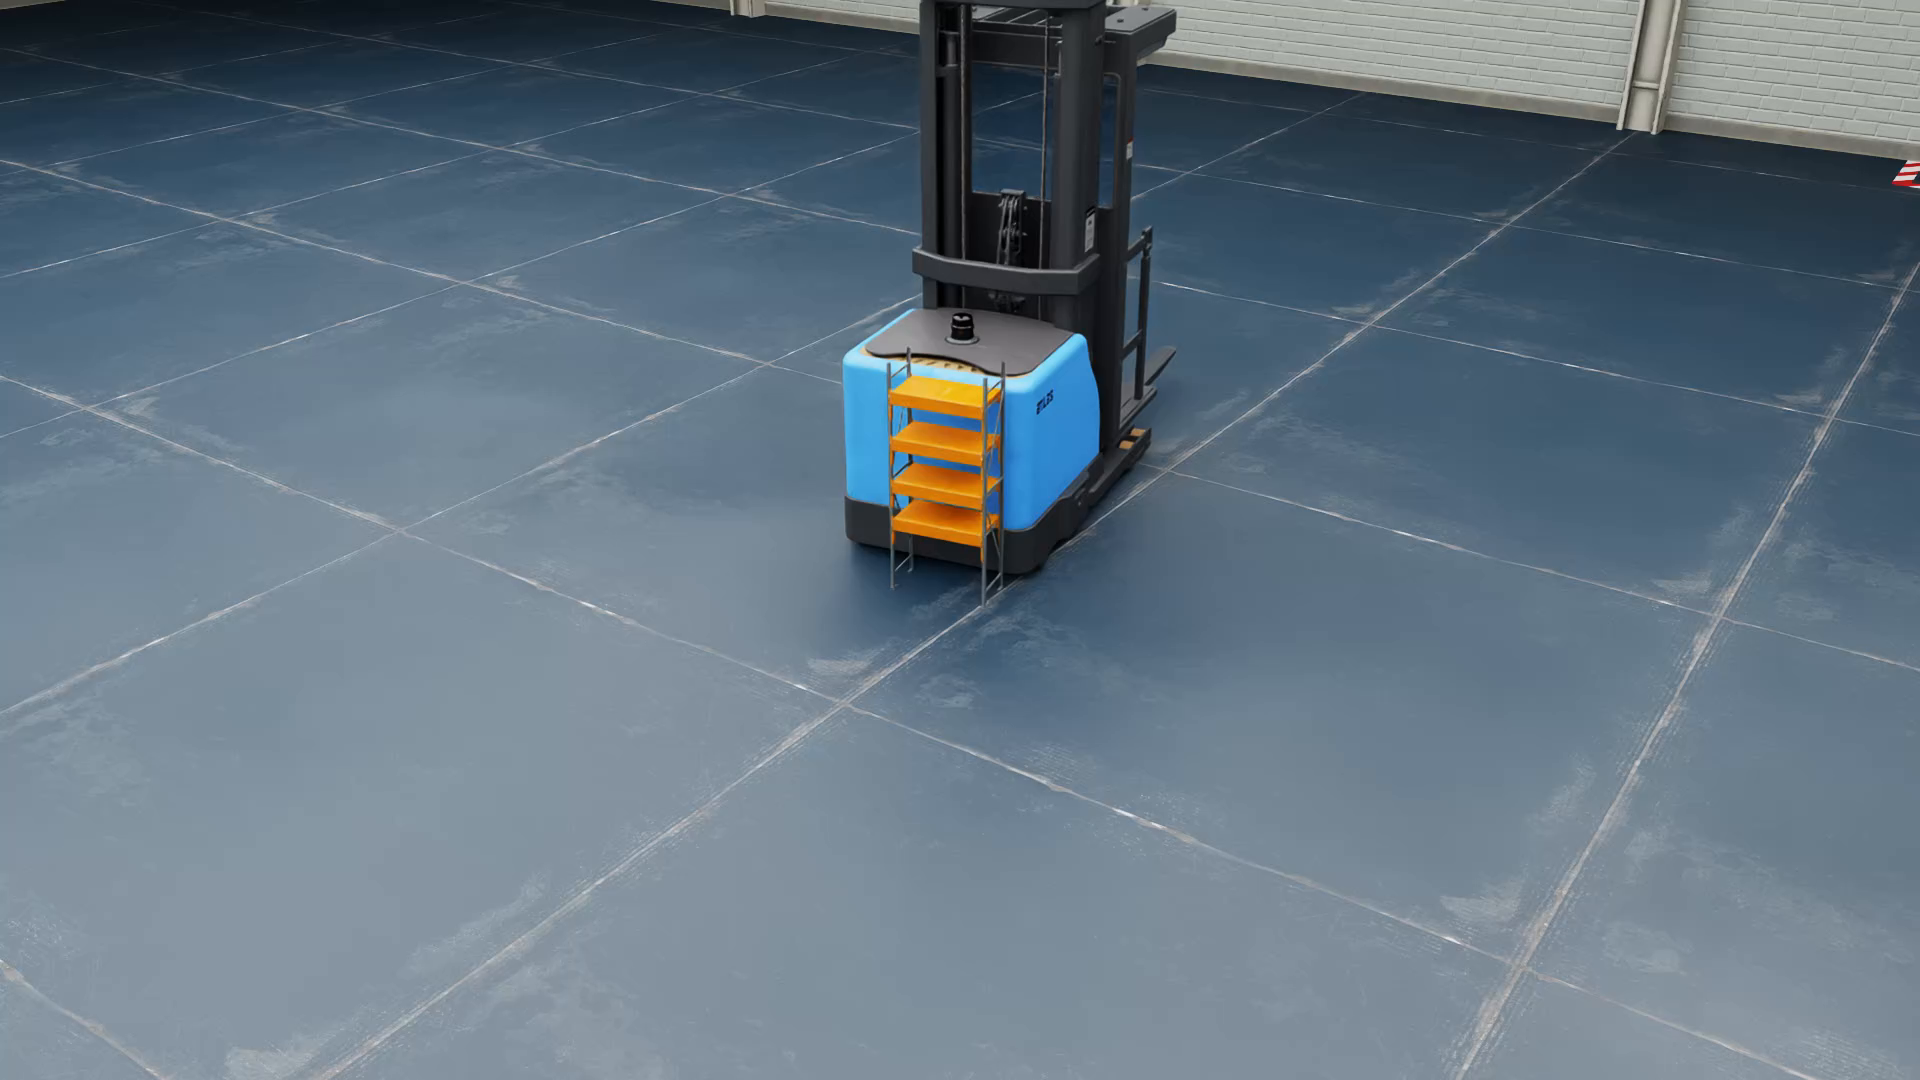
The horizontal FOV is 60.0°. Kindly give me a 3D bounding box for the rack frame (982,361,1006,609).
[{"bbox_3d":[0.160,-0.249,7.917,0.015,1.200,0.240,11,29,21],"label":"rack frame"}]

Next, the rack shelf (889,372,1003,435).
[{"bbox_3d":[-0.064,-0.644,7.826,0.480,0.148,0.258,11,29,21],"label":"rack shelf"}]

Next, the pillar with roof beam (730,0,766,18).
[{"bbox_3d":[-5.370,-9.688,17.866,0.400,9.000,9.100,17,32,30],"label":"pillar with roof beam"}]

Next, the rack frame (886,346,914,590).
[{"bbox_3d":[-0.288,-0.338,8.091,0.015,1.200,0.240,11,29,21],"label":"rack frame"}]

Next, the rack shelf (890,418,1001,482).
[{"bbox_3d":[-0.064,-0.433,7.933,0.480,0.148,0.258,11,29,21],"label":"rack shelf"}]

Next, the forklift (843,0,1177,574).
[{"bbox_3d":[0.468,-1.781,9.019,1.130,2.935,3.031,11,29,21],"label":"forklift"}]

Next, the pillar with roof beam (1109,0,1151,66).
[{"bbox_3d":[-0.425,-8.148,14.839,0.400,9.000,9.100,17,32,30],"label":"pillar with roof beam"}]

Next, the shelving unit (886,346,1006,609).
[{"bbox_3d":[-0.064,-0.294,8.004,0.503,1.200,0.258,11,29,21],"label":"shelving unit"}]

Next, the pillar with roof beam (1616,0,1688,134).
[{"bbox_3d":[4.521,-6.607,11.811,0.400,9.000,9.100,17,32,30],"label":"pillar with roof beam"}]

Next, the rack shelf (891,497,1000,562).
[{"bbox_3d":[-0.064,-0.057,8.124,0.480,0.148,0.258,11,29,21],"label":"rack shelf"}]

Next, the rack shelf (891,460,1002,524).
[{"bbox_3d":[-0.064,-0.234,8.034,0.480,0.148,0.258,11,29,21],"label":"rack shelf"}]
